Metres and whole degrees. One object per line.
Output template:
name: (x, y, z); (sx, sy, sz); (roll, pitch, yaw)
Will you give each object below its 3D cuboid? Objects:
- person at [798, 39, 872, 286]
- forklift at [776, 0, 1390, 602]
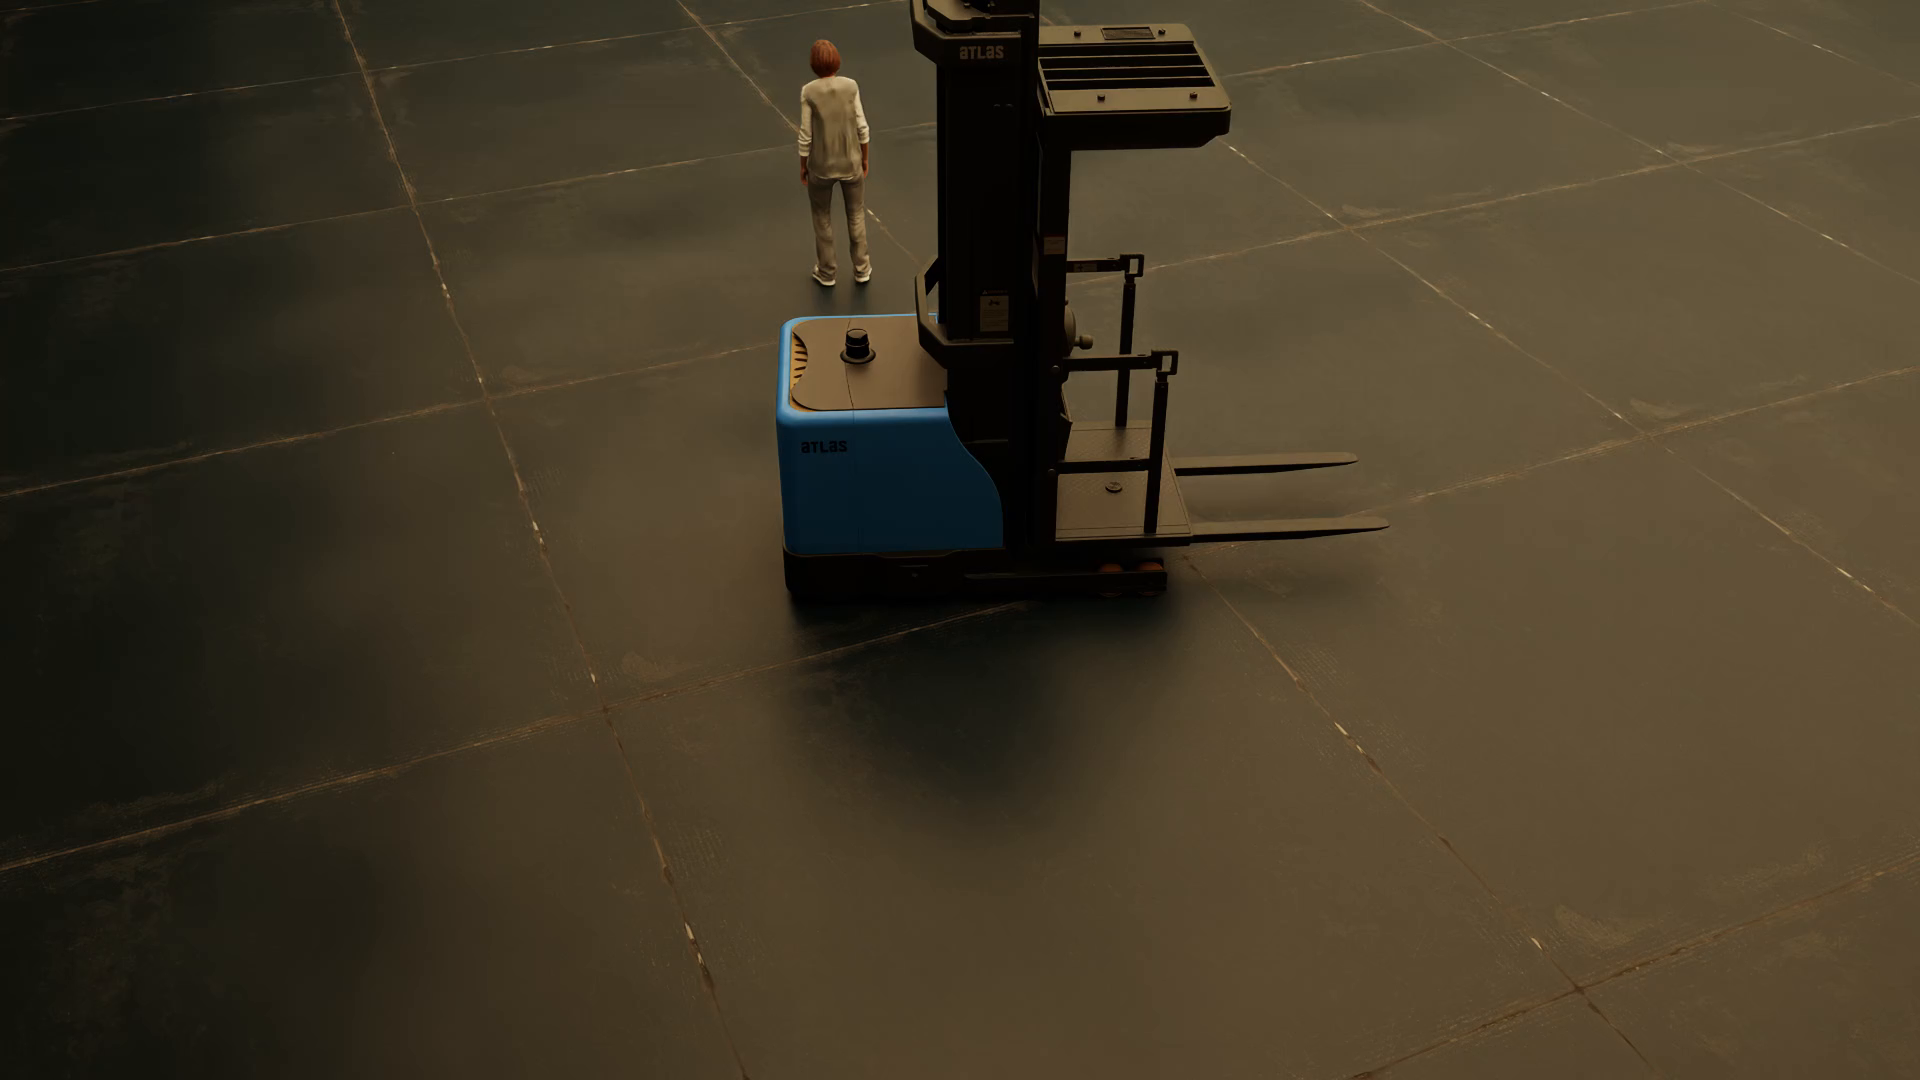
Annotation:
person: (-0.798, -2.378, 10.599); (0.470, 1.592, 0.348); (-9, 36, -13)
forklift: (0.625, -1.218, 7.811); (3.031, 2.935, 1.130); (-2, 35, -3)
